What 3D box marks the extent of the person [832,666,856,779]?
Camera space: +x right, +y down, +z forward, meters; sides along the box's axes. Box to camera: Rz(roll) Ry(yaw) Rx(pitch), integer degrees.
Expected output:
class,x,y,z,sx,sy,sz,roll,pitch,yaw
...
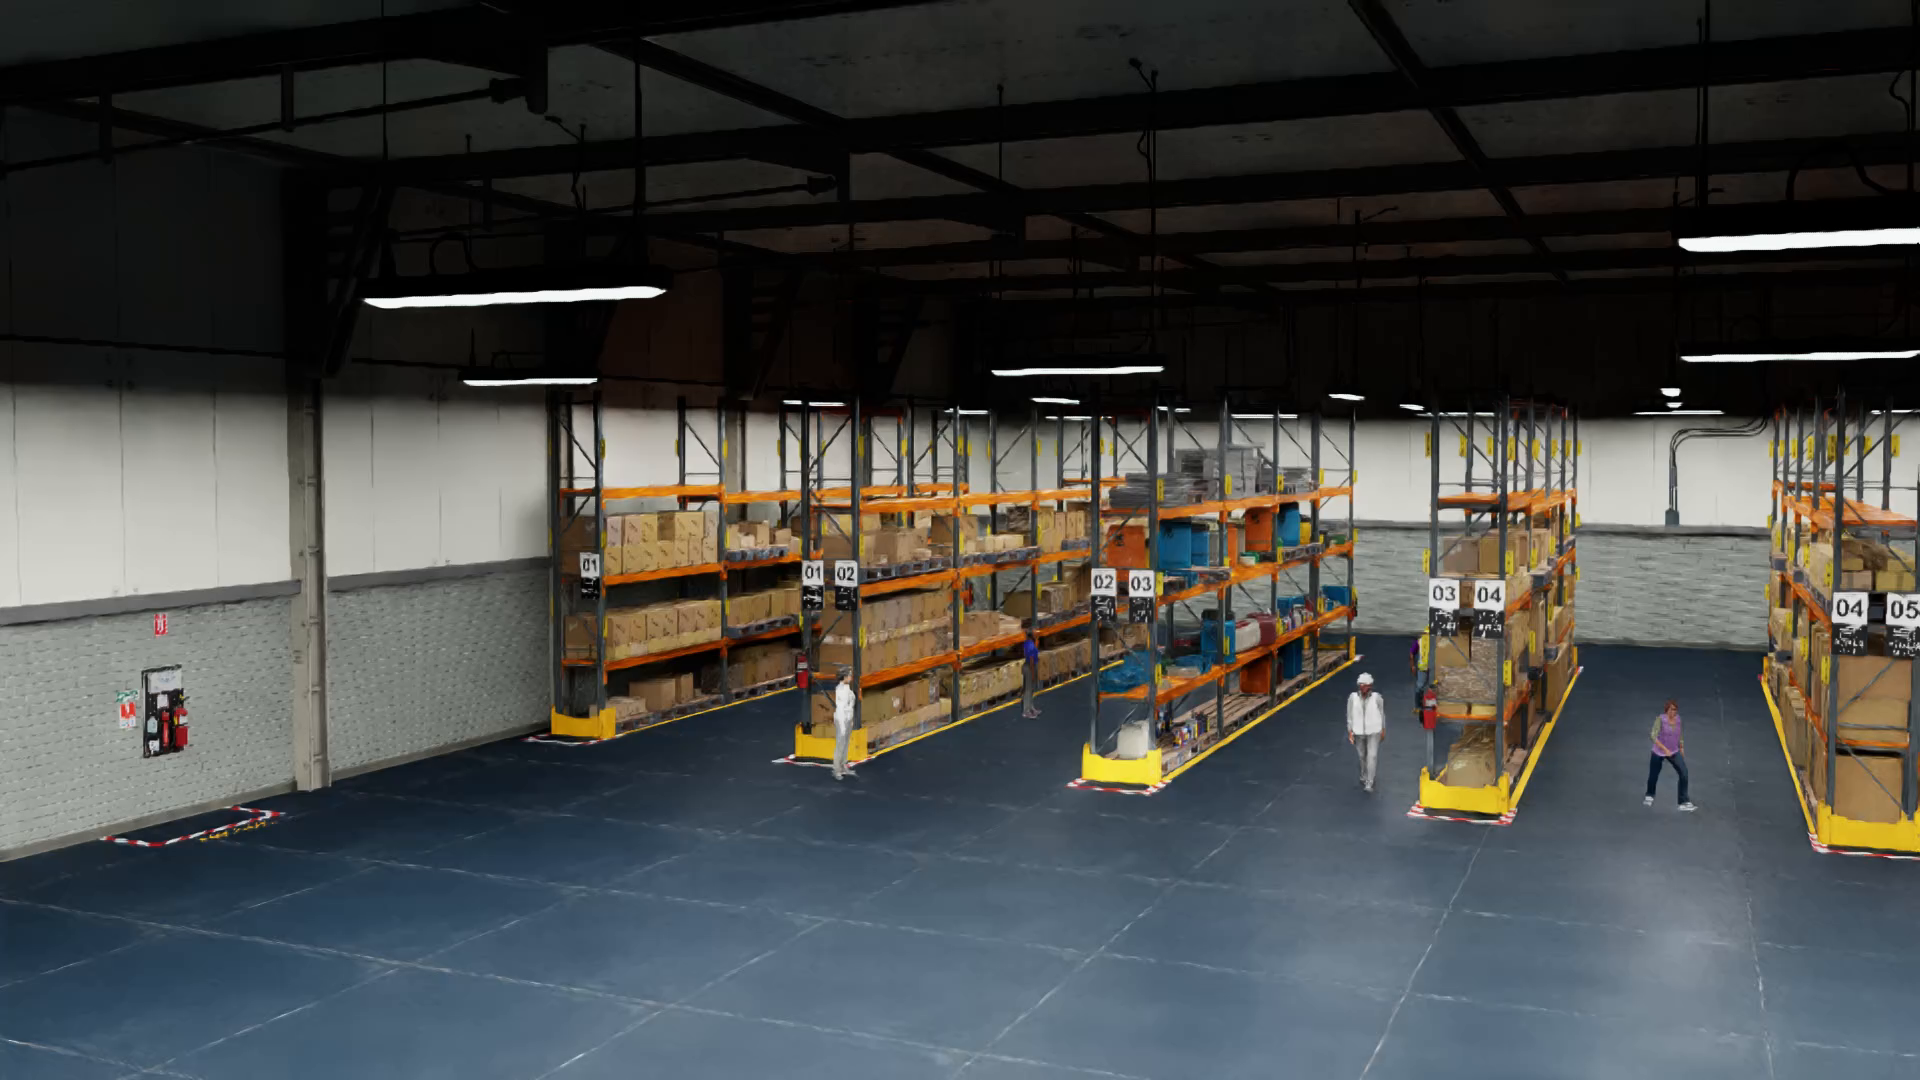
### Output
class,x,y,z,sx,sy,sz,roll,pitch,yaw
person,-1.760,2.758,25.251,0.338,1.683,0.548,1,3,9

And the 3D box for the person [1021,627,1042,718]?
class,x,y,z,sx,sy,sz,roll,pitch,yaw
person,1.329,2.454,30.986,0.415,1.650,0.499,0,3,-7

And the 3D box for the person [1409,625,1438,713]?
class,x,y,z,sx,sy,sz,roll,pitch,yaw
person,8.768,2.434,31.129,0.719,1.714,0.578,1,3,22

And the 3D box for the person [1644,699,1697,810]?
class,x,y,z,sx,sy,sz,roll,pitch,yaw
person,9.828,2.951,23.082,0.573,1.533,0.755,0,3,3

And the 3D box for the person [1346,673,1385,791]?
class,x,y,z,sx,sy,sz,roll,pitch,yaw
person,5.959,2.789,24.486,0.543,1.700,1.115,2,4,26
